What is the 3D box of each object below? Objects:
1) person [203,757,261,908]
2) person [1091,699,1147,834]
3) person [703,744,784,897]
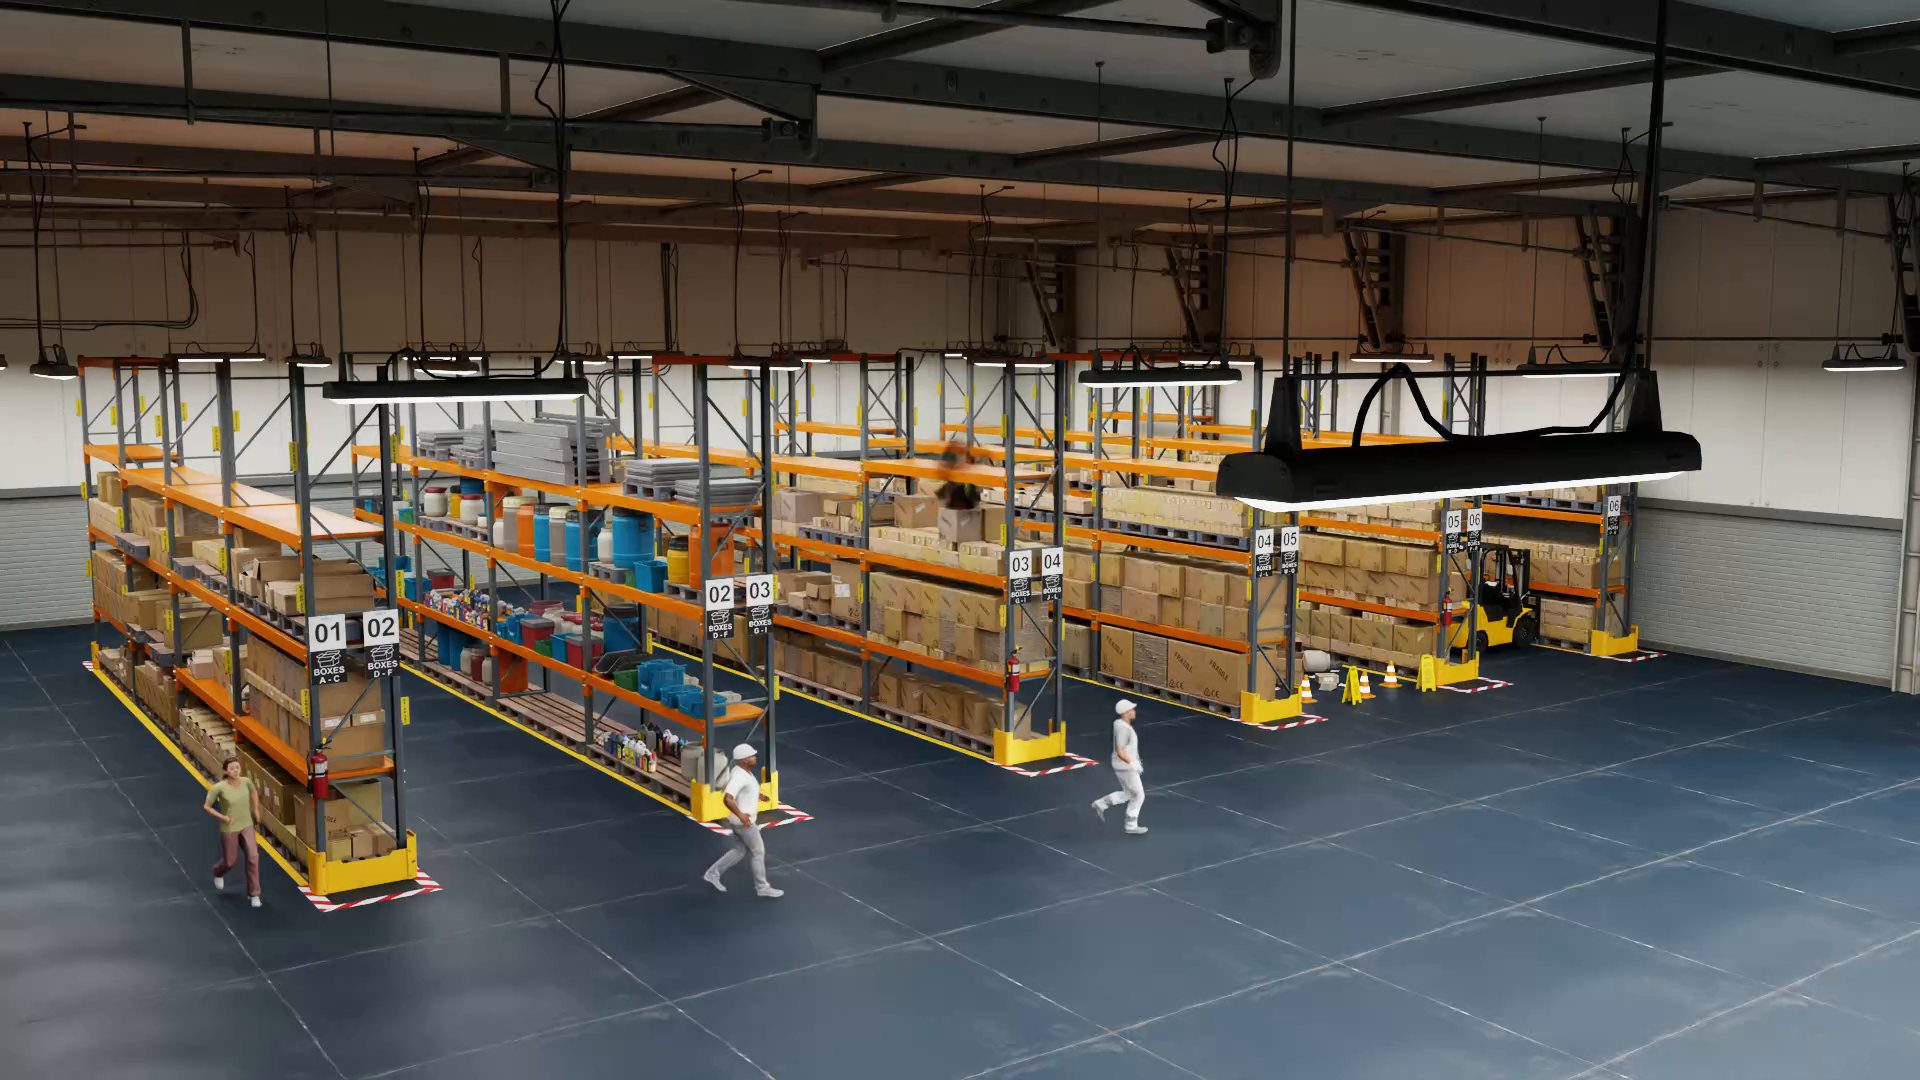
[{"bbox_3d":[-8.178,3.259,18.734,0.837,1.685,0.628,7,10,44],"label":"person"},{"bbox_3d":[2.043,2.895,21.230,0.724,1.747,0.698,0,7,-1],"label":"person"},{"bbox_3d":[-2.456,3.168,18.787,0.900,1.760,0.718,-1,7,-11],"label":"person"}]
